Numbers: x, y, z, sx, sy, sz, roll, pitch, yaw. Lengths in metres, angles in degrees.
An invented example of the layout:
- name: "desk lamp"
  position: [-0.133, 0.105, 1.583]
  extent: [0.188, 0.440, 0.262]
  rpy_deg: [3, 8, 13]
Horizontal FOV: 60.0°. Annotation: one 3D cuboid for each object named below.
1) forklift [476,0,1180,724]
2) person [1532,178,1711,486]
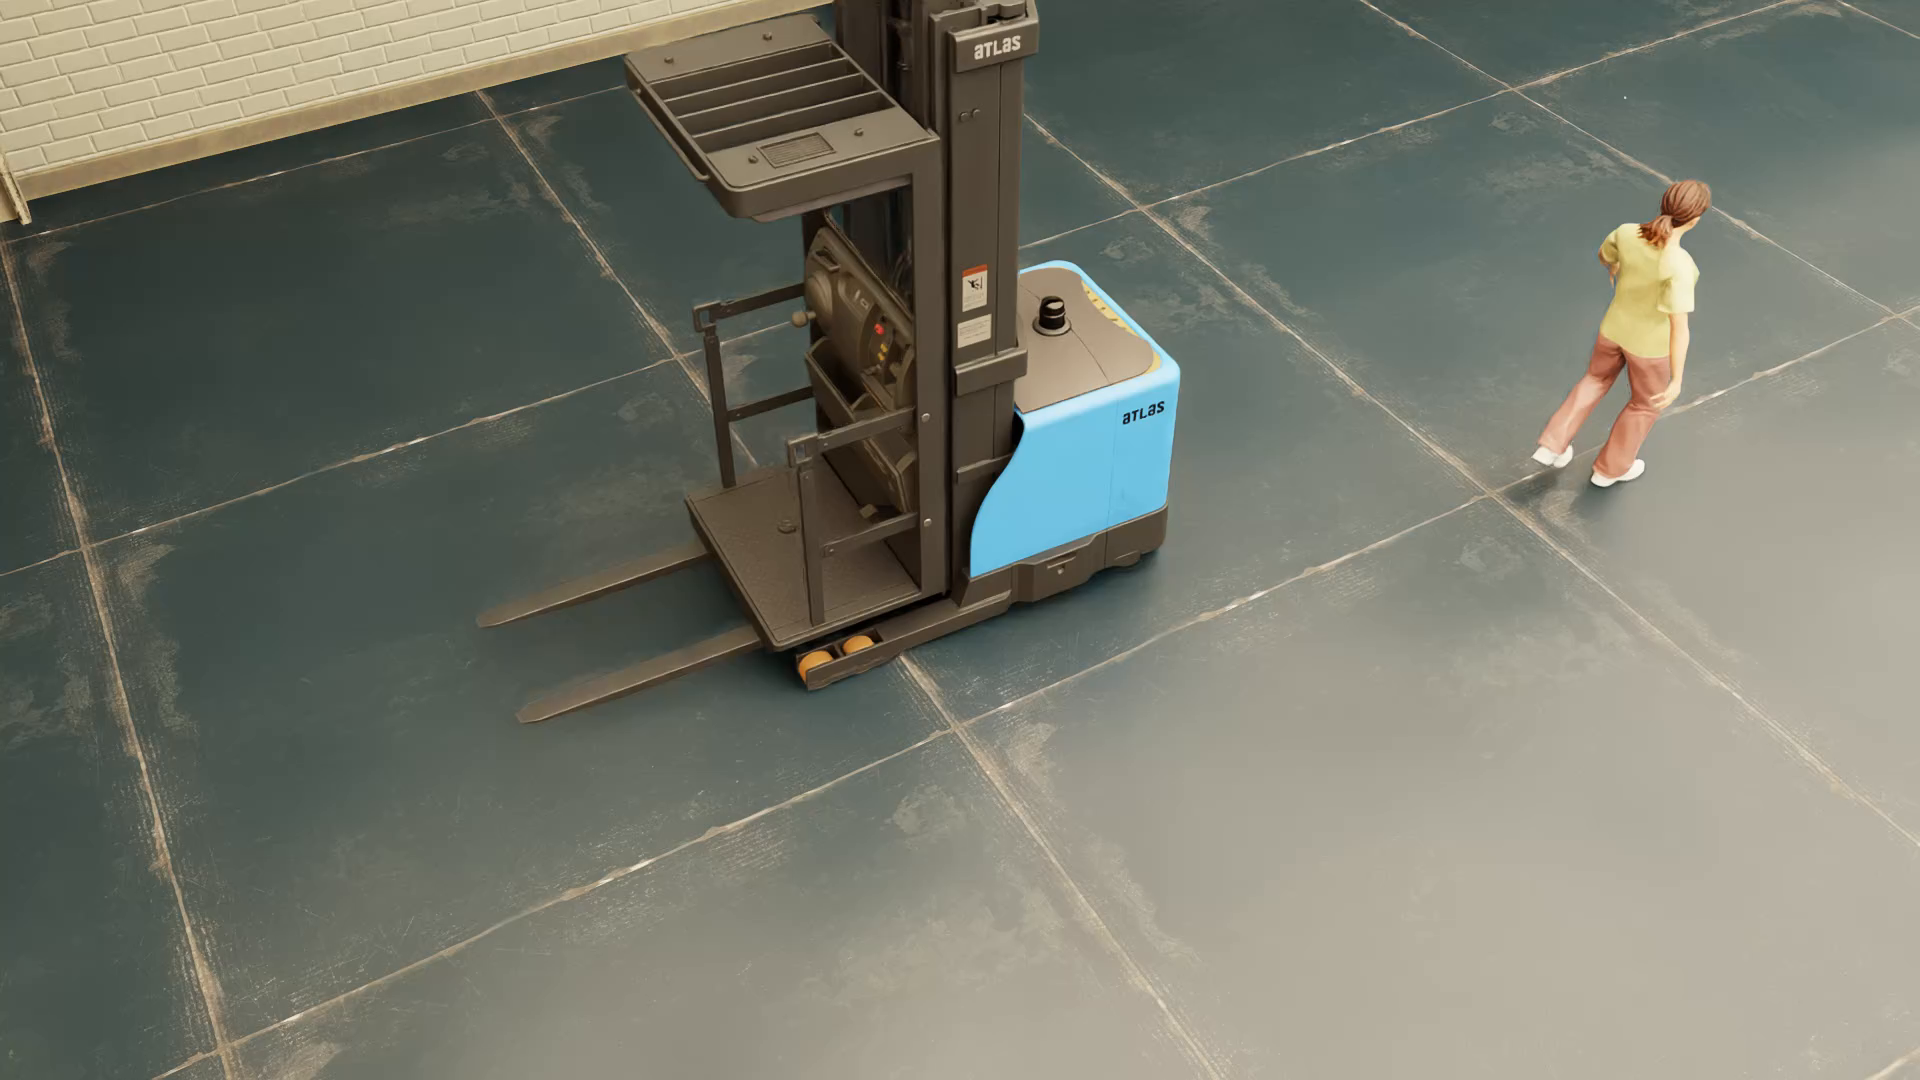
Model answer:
- name: "forklift"
  position: [-0.591, -0.848, 6.612]
  extent: [3.031, 2.935, 1.130]
  rpy_deg: [-20, 46, -20]
- name: "person"
  position: [3.078, -0.905, 7.614]
  extent: [0.603, 1.660, 0.737]
  rpy_deg: [-24, 48, -23]
